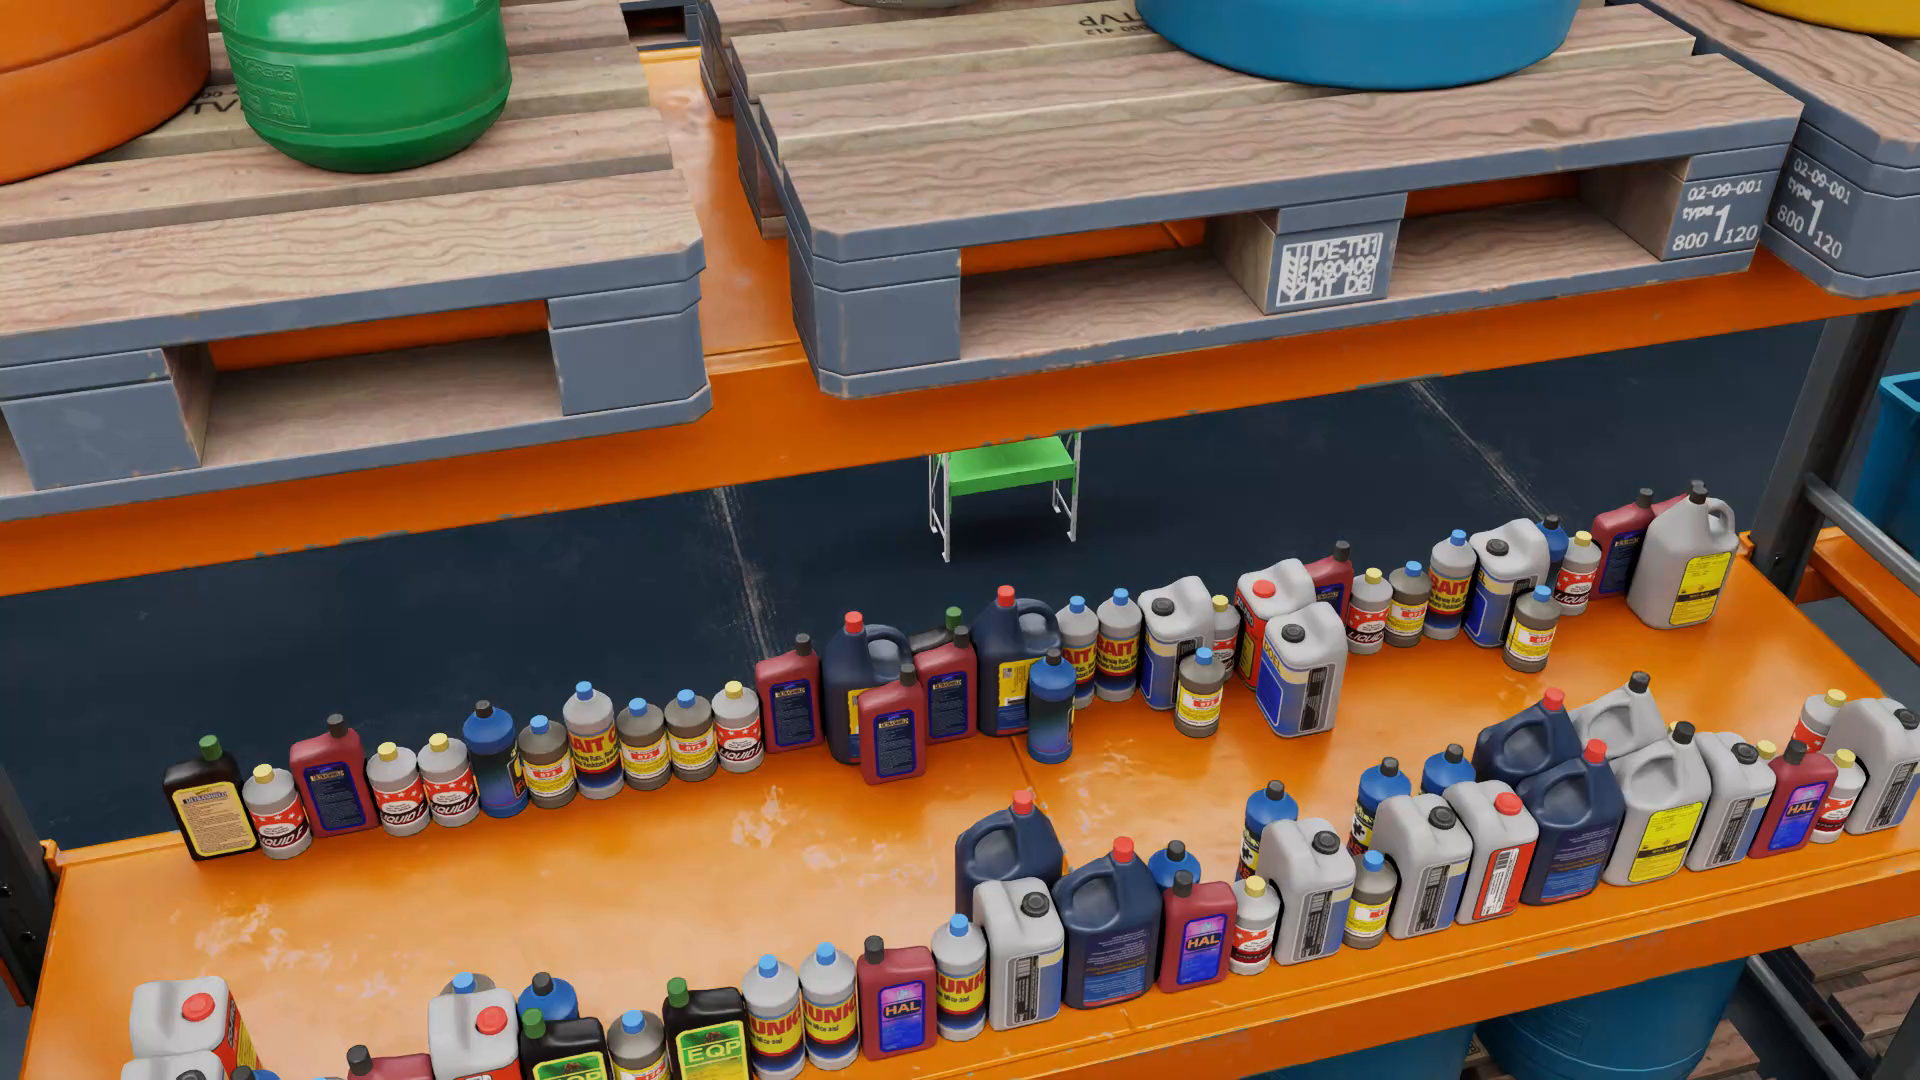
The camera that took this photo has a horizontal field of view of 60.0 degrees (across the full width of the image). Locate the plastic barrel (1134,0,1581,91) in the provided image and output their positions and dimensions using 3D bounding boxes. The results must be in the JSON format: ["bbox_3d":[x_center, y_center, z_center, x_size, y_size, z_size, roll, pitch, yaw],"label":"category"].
[{"bbox_3d":[0.516,-1.065,1.946,0.708,0.901,0.600,-9,38,-12],"label":"plastic barrel"}]

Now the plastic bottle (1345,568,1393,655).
[{"bbox_3d":[0.917,0.152,3.745,0.097,0.201,0.097,0,37,0],"label":"plastic bottle"}]

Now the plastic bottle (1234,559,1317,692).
[{"bbox_3d":[0.684,0.178,3.650,0.135,0.276,0.152,-9,38,-12],"label":"plastic bottle"}]

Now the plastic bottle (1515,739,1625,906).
[{"bbox_3d":[1.143,0.519,3.143,0.185,0.351,0.144,-9,38,-12],"label":"plastic bottle"}]

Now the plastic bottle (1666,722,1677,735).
[{"bbox_3d":[1.425,0.451,3.355,0.097,0.201,0.097,0,37,0],"label":"plastic bottle"}]

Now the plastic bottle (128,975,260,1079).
[{"bbox_3d":[-1.275,0.847,2.776,0.135,0.276,0.152,-9,38,-12],"label":"plastic bottle"}]

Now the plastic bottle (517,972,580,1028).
[{"bbox_3d":[-0.686,0.827,2.806,0.097,0.271,0.097,0,37,0],"label":"plastic bottle"}]

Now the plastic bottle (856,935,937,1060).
[{"bbox_3d":[-0.108,0.777,2.861,0.133,0.283,0.061,-9,38,-12],"label":"plastic bottle"}]

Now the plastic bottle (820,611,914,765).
[{"bbox_3d":[-0.191,0.290,3.443,0.185,0.351,0.144,-9,38,-12],"label":"plastic bottle"}]

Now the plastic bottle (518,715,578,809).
[{"bbox_3d":[-0.838,0.440,3.369,0.097,0.201,0.097,0,37,0],"label":"plastic bottle"}]

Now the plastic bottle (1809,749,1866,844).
[{"bbox_3d":[1.723,0.498,3.294,0.097,0.201,0.097,0,37,0],"label":"plastic bottle"}]

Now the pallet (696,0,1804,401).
[{"bbox_3d":[0.298,-0.621,2.280,1.213,0.211,1.003,-9,38,-12],"label":"pallet"}]

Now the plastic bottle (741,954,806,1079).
[{"bbox_3d":[-0.318,0.805,2.835,0.097,0.271,0.097,0,37,0],"label":"plastic bottle"}]

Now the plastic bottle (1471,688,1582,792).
[{"bbox_3d":[1.106,0.434,3.254,0.185,0.351,0.144,-9,38,-12],"label":"plastic bottle"}]

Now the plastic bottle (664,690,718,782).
[{"bbox_3d":[-0.556,0.394,3.429,0.097,0.201,0.097,0,37,0],"label":"plastic bottle"}]

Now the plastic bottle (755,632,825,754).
[{"bbox_3d":[-0.355,0.317,3.463,0.133,0.283,0.061,-9,38,-12],"label":"plastic bottle"}]

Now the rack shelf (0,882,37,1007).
[{"bbox_3d":[-3.669,1.369,2.584,4.000,0.370,1.077,-9,38,-12],"label":"rack shelf"}]

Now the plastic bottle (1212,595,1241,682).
[{"bbox_3d":[0.565,0.210,3.670,0.097,0.201,0.097,0,37,0],"label":"plastic bottle"}]

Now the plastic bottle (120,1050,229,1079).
[{"bbox_3d":[-1.236,0.937,2.659,0.135,0.276,0.152,-9,38,-12],"label":"plastic bottle"}]

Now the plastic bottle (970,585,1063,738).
[{"bbox_3d":[0.117,0.239,3.509,0.185,0.351,0.144,-9,38,-12],"label":"plastic bottle"}]

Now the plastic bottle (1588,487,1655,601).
[{"bbox_3d":[1.530,0.008,3.867,0.133,0.283,0.061,-9,38,-12],"label":"plastic bottle"}]

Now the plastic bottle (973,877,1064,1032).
[{"bbox_3d":[0.103,0.717,2.946,0.135,0.276,0.152,-9,38,-12],"label":"plastic bottle"}]

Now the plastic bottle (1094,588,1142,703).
[{"bbox_3d":[0.341,0.219,3.600,0.097,0.271,0.097,0,37,0],"label":"plastic bottle"}]

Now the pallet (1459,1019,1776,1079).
[{"bbox_3d":[1.368,1.338,4.327,1.213,0.211,1.003,-9,38,-12],"label":"pallet"}]

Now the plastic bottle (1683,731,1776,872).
[{"bbox_3d":[1.475,0.492,3.240,0.135,0.276,0.152,-9,38,-12],"label":"plastic bottle"}]

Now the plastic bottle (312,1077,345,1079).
[{"bbox_3d":[-1.023,0.948,2.705,0.097,0.201,0.097,0,37,0],"label":"plastic bottle"}]

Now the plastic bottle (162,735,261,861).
[{"bbox_3d":[-1.458,0.498,3.226,0.133,0.283,0.061,-9,38,-12],"label":"plastic bottle"}]

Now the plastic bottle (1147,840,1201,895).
[{"bbox_3d":[0.385,0.651,3.036,0.097,0.271,0.097,0,37,0],"label":"plastic bottle"}]

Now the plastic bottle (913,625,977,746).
[{"bbox_3d":[-0.032,0.302,3.482,0.133,0.283,0.061,-9,38,-12],"label":"plastic bottle"}]

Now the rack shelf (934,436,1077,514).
[{"bbox_3d":[0.160,-0.261,6.104,0.480,0.148,0.258,-9,38,-12],"label":"rack shelf"}]

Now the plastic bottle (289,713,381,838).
[{"bbox_3d":[-1.236,0.462,3.274,0.133,0.283,0.061,-9,38,-12],"label":"plastic bottle"}]

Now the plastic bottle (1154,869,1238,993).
[{"bbox_3d":[0.423,0.690,2.975,0.133,0.283,0.061,-9,38,-12],"label":"plastic bottle"}]

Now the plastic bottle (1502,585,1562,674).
[{"bbox_3d":[1.275,0.189,3.697,0.097,0.201,0.097,0,37,0],"label":"plastic bottle"}]

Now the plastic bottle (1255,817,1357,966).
[{"bbox_3d":[0.634,0.630,3.060,0.135,0.276,0.152,-9,38,-12],"label":"plastic bottle"}]

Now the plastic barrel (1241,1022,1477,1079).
[{"bbox_3d":[0.911,0.988,3.872,0.708,0.901,0.600,-9,38,-12],"label":"plastic barrel"}]

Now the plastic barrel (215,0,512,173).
[{"bbox_3d":[-0.655,-0.563,1.831,0.294,0.245,0.294,0,37,0],"label":"plastic barrel"}]

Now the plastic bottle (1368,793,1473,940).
[{"bbox_3d":[0.858,0.593,3.108,0.135,0.276,0.152,-9,38,-12],"label":"plastic bottle"}]

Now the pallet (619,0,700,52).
[{"bbox_3d":[-1.149,-2.374,7.043,1.213,0.211,1.003,-9,38,-12],"label":"pallet"}]

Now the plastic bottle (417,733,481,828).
[{"bbox_3d":[-1.026,0.471,3.329,0.097,0.201,0.097,0,37,0],"label":"plastic bottle"}]

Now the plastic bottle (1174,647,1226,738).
[{"bbox_3d":[0.510,0.315,3.533,0.097,0.201,0.097,0,37,0],"label":"plastic bottle"}]

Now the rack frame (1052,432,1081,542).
[{"bbox_3d":[0.395,-0.541,5.970,0.015,1.200,0.240,-9,38,-12],"label":"rack frame"}]

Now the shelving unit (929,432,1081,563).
[{"bbox_3d":[0.160,-0.503,5.920,0.503,1.200,0.258,-9,38,-12],"label":"shelving unit"}]

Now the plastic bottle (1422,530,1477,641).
[{"bbox_3d":[1.105,0.094,3.764,0.097,0.271,0.097,0,37,0],"label":"plastic bottle"}]

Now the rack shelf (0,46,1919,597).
[{"bbox_3d":[0.193,-0.456,2.501,4.000,0.370,1.077,-9,38,-12],"label":"rack shelf"}]

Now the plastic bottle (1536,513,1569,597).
[{"bbox_3d":[1.329,0.057,3.813,0.097,0.271,0.097,0,37,0],"label":"plastic bottle"}]

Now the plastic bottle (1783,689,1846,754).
[{"bbox_3d":[1.777,0.393,3.431,0.097,0.201,0.097,0,37,0],"label":"plastic bottle"}]

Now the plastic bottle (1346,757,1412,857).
[{"bbox_3d":[0.808,0.525,3.201,0.097,0.271,0.097,0,37,0],"label":"plastic bottle"}]

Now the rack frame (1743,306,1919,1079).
[{"bbox_3d":[2.124,0.133,3.608,0.127,3.000,1.000,-9,38,-12],"label":"rack frame"}]

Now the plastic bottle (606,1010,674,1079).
[{"bbox_3d":[-0.541,0.869,2.808,0.097,0.201,0.097,0,37,0],"label":"plastic bottle"}]

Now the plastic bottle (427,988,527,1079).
[{"bbox_3d":[-0.789,0.863,2.755,0.135,0.276,0.152,-9,38,-12],"label":"plastic bottle"}]
